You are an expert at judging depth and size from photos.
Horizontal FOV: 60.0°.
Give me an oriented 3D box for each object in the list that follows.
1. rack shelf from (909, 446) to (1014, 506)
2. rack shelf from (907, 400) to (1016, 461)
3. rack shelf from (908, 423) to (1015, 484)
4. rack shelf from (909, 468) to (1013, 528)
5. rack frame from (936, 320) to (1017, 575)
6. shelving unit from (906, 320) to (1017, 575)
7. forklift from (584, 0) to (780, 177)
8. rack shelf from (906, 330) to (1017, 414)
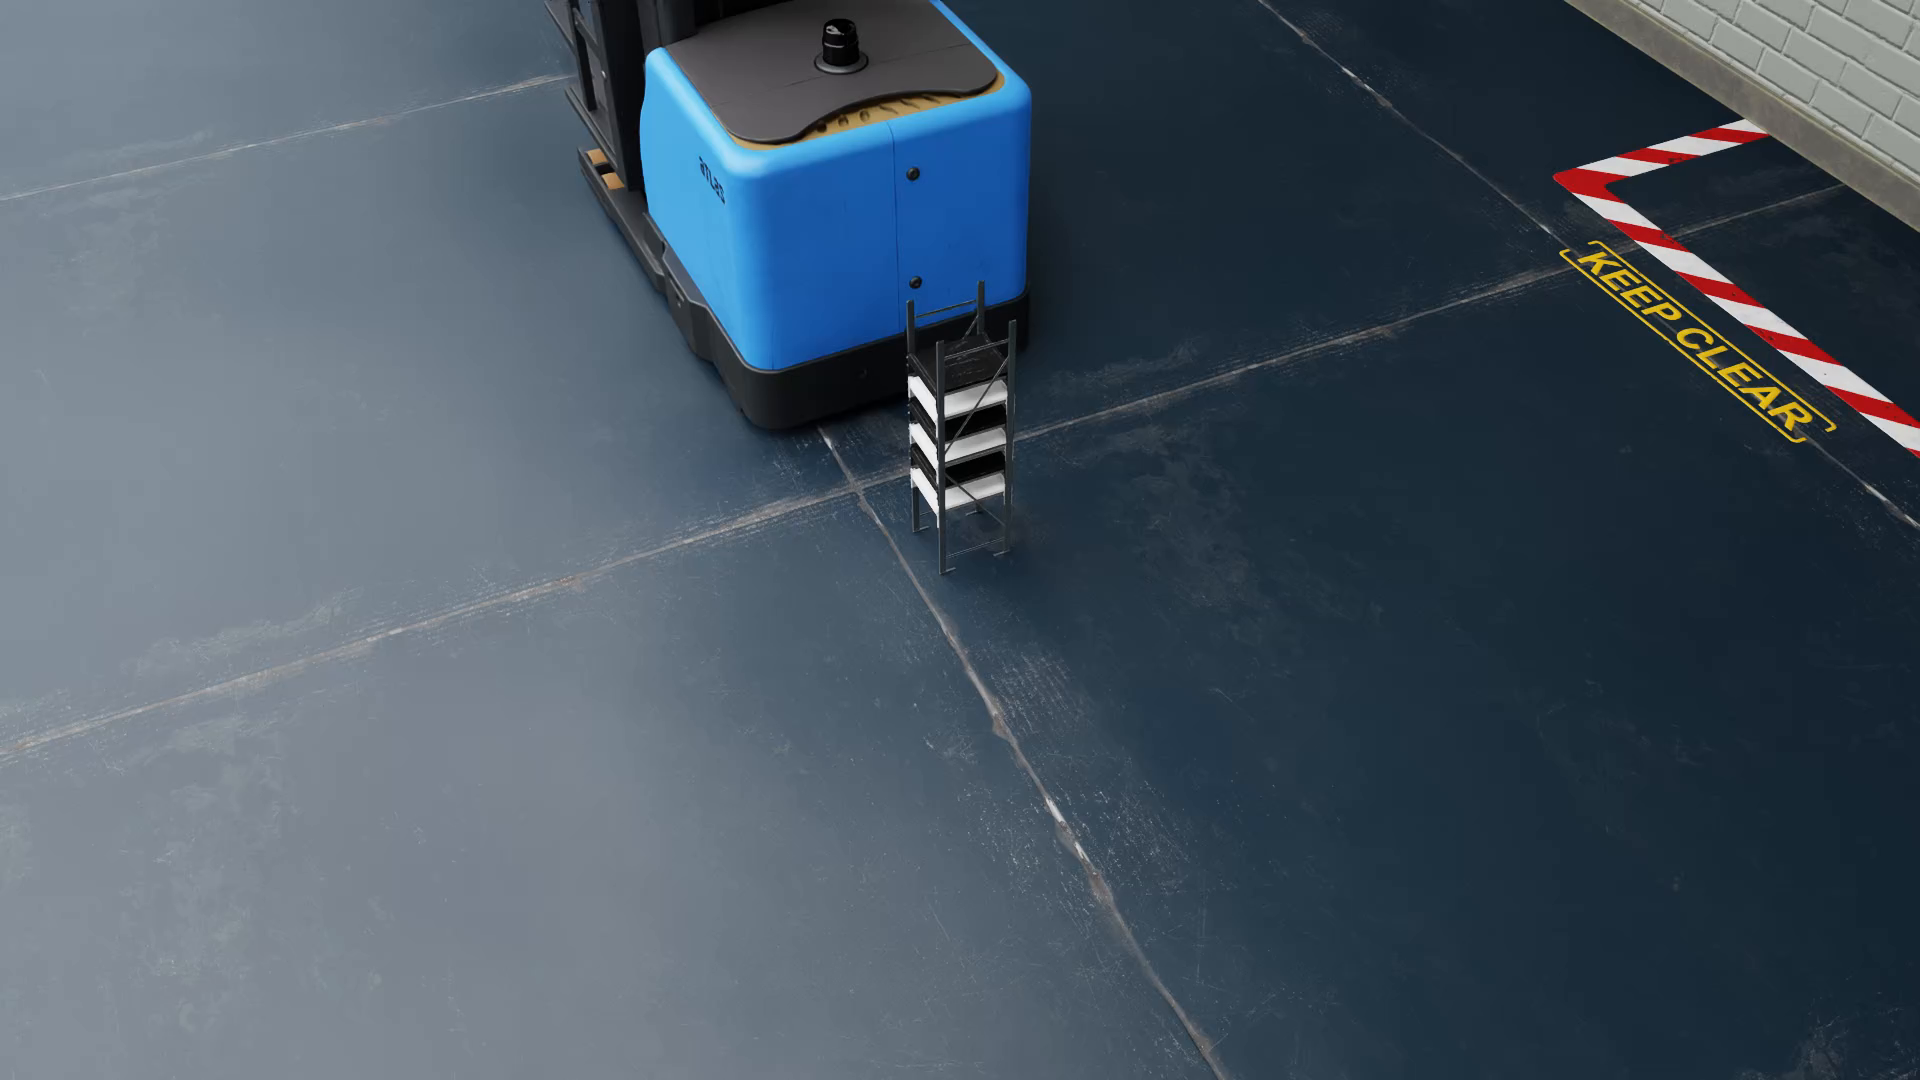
[{"bbox_3d":[0.003,-0.227,5.015,0.258,0.077,0.200,-18,47,-17],"label":"rack shelf"},{"bbox_3d":[0.003,-0.355,4.889,0.258,0.077,0.200,-18,47,-17],"label":"rack shelf"},{"bbox_3d":[0.003,-0.291,4.952,0.258,0.077,0.200,-18,47,-17],"label":"rack shelf"},{"bbox_3d":[-1.300,-6.738,11.883,6.000,0.275,18.464,-18,47,-17],"label":"rack shelf"},{"bbox_3d":[0.046,-0.250,4.863,0.240,0.900,0.006,-18,47,-17],"label":"rack frame"},{"bbox_3d":[-1.299,-6.959,11.662,6.000,0.900,18.469,-18,47,-17],"label":"shelving unit"},{"bbox_3d":[-0.864,-2.450,5.647,1.121,2.935,3.031,-19,48,-19],"label":"forklift"},{"bbox_3d":[0.003,-0.484,4.762,0.258,0.077,0.200,-18,47,-17],"label":"rack shelf"}]
